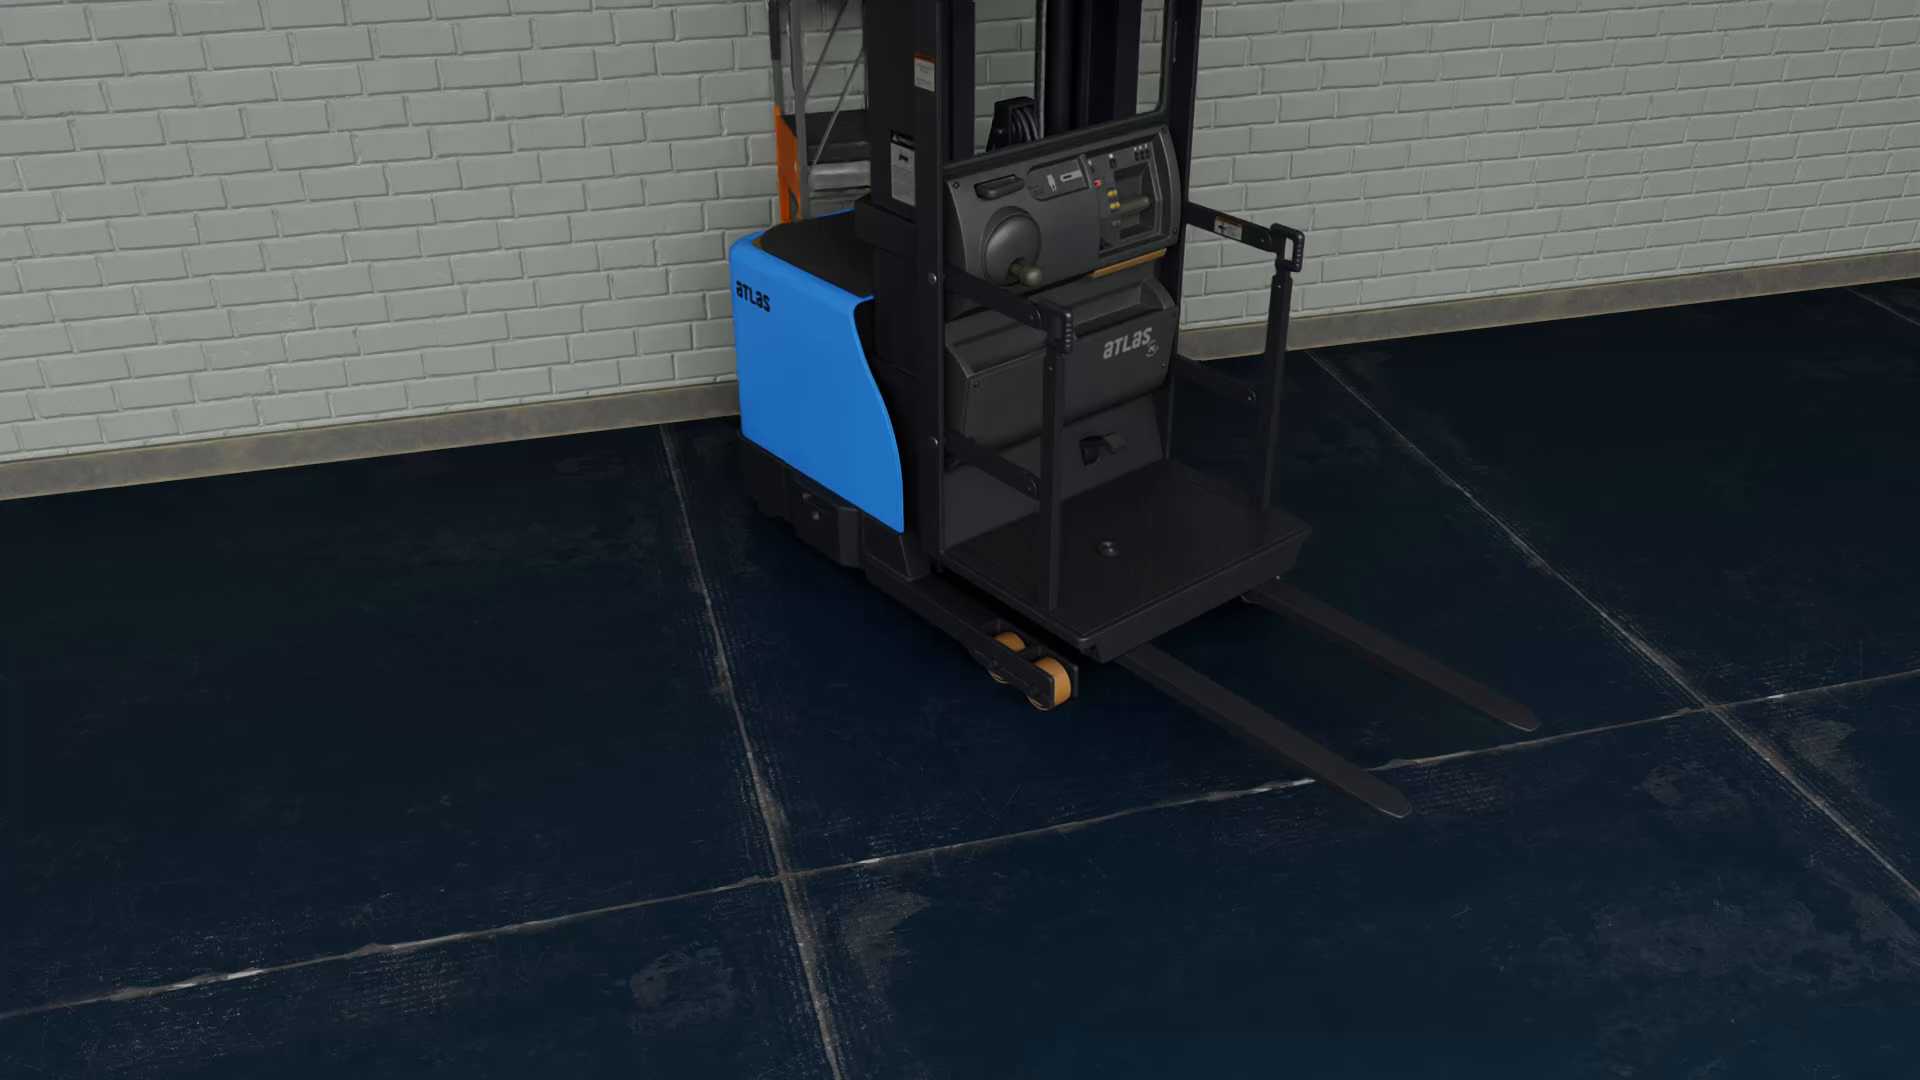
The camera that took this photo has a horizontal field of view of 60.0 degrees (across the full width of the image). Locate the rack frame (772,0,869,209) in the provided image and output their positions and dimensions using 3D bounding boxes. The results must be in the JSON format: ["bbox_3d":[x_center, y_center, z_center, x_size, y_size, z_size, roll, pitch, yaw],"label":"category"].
[{"bbox_3d":[-0.537,-1.531,6.746,0.400,2.100,0.015,-8,30,-13],"label":"rack frame"}]

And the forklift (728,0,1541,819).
[{"bbox_3d":[0.479,-1.011,5.071,1.130,2.935,3.031,-23,37,-34],"label":"forklift"}]

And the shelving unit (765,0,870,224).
[{"bbox_3d":[-0.474,-1.417,6.540,0.431,2.100,0.503,-8,30,-13],"label":"shelving unit"}]

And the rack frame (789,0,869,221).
[{"bbox_3d":[-0.411,-1.302,6.334,0.400,2.100,0.015,-8,30,-13],"label":"rack frame"}]

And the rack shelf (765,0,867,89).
[{"bbox_3d":[-0.478,-2.016,6.206,0.431,0.518,0.480,-8,30,-13],"label":"rack shelf"}]

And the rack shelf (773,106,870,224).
[{"bbox_3d":[-0.474,-1.405,6.547,0.431,0.518,0.480,-8,30,-13],"label":"rack shelf"}]
